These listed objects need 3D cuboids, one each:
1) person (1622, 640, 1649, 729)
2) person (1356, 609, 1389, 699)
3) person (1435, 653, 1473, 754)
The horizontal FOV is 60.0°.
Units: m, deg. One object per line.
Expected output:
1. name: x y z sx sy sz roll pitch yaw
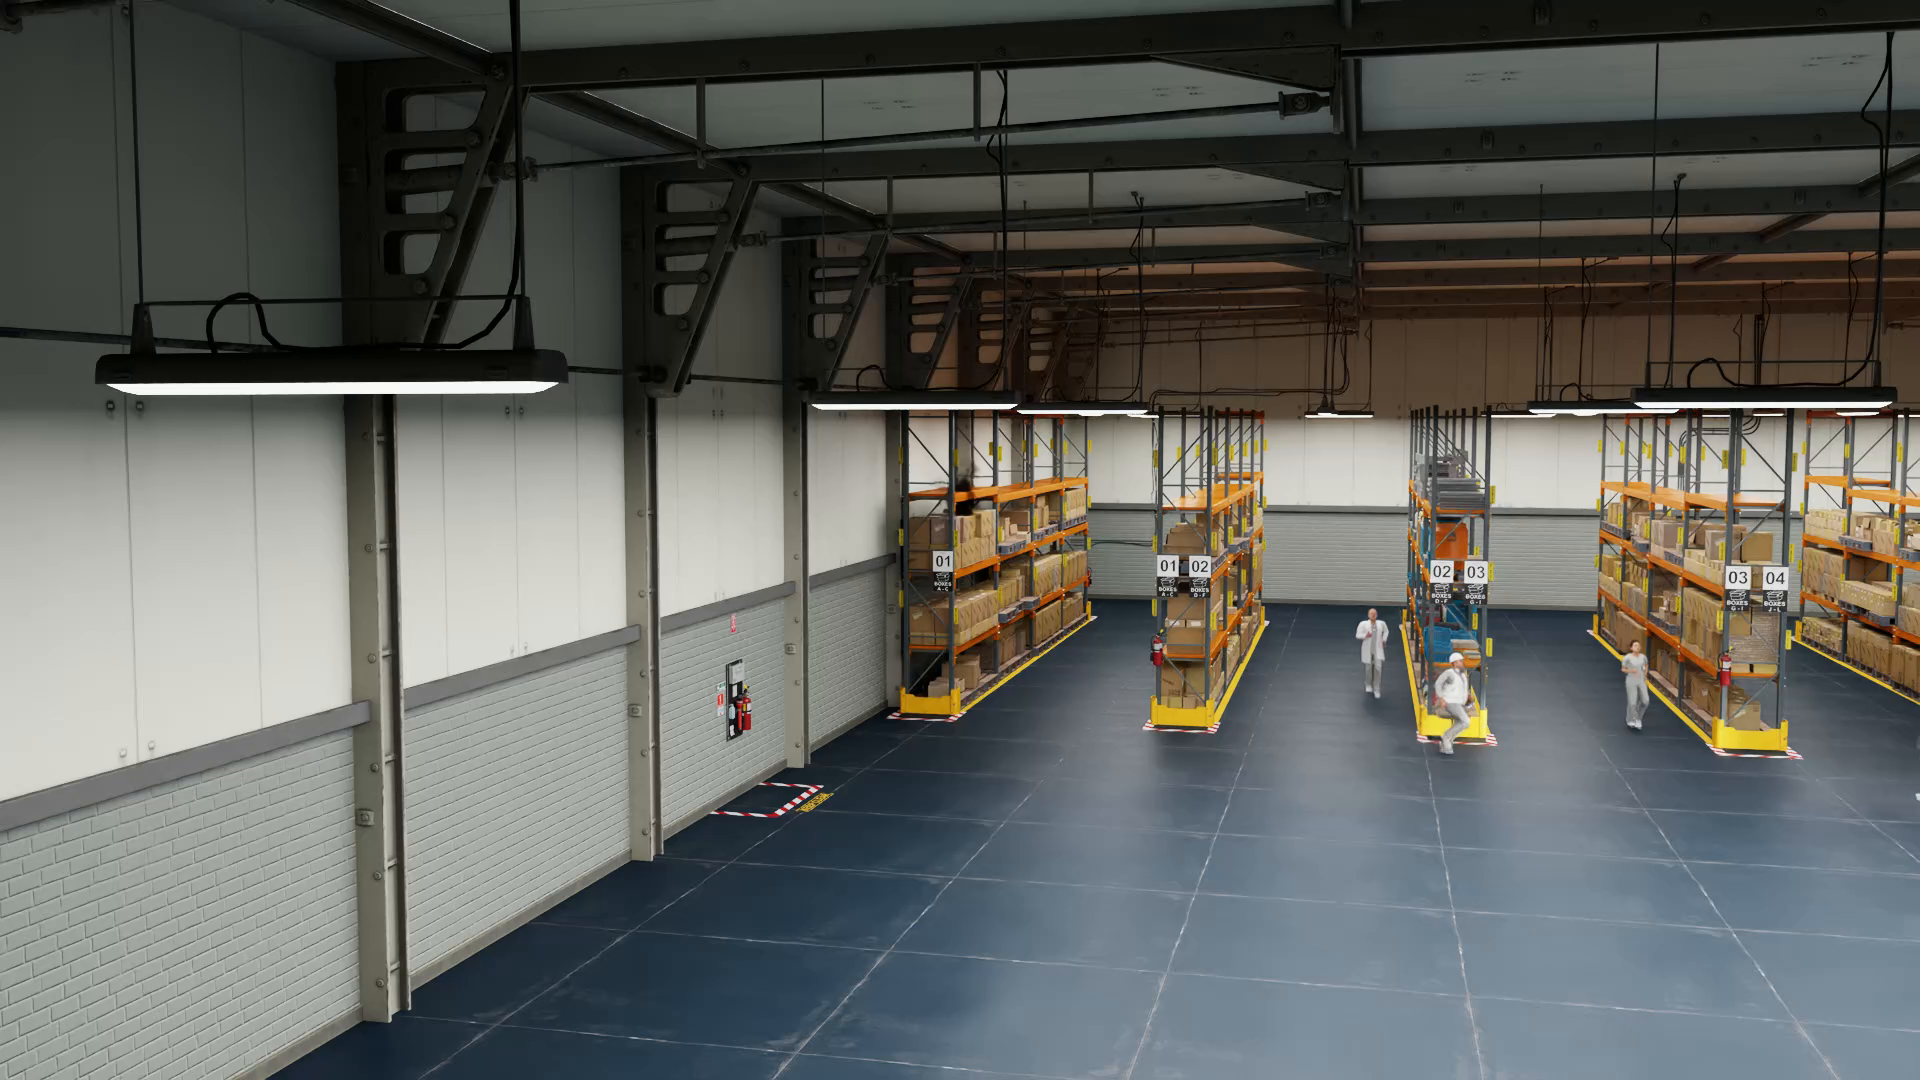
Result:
1. person: 12.558 2.806 30.856 0.548 1.404 0.616 0 4 3
2. person: 8.581 2.340 34.607 0.685 1.831 0.832 1 4 9
3. person: 8.582 2.811 28.642 0.664 1.715 0.584 -4 6 -44
